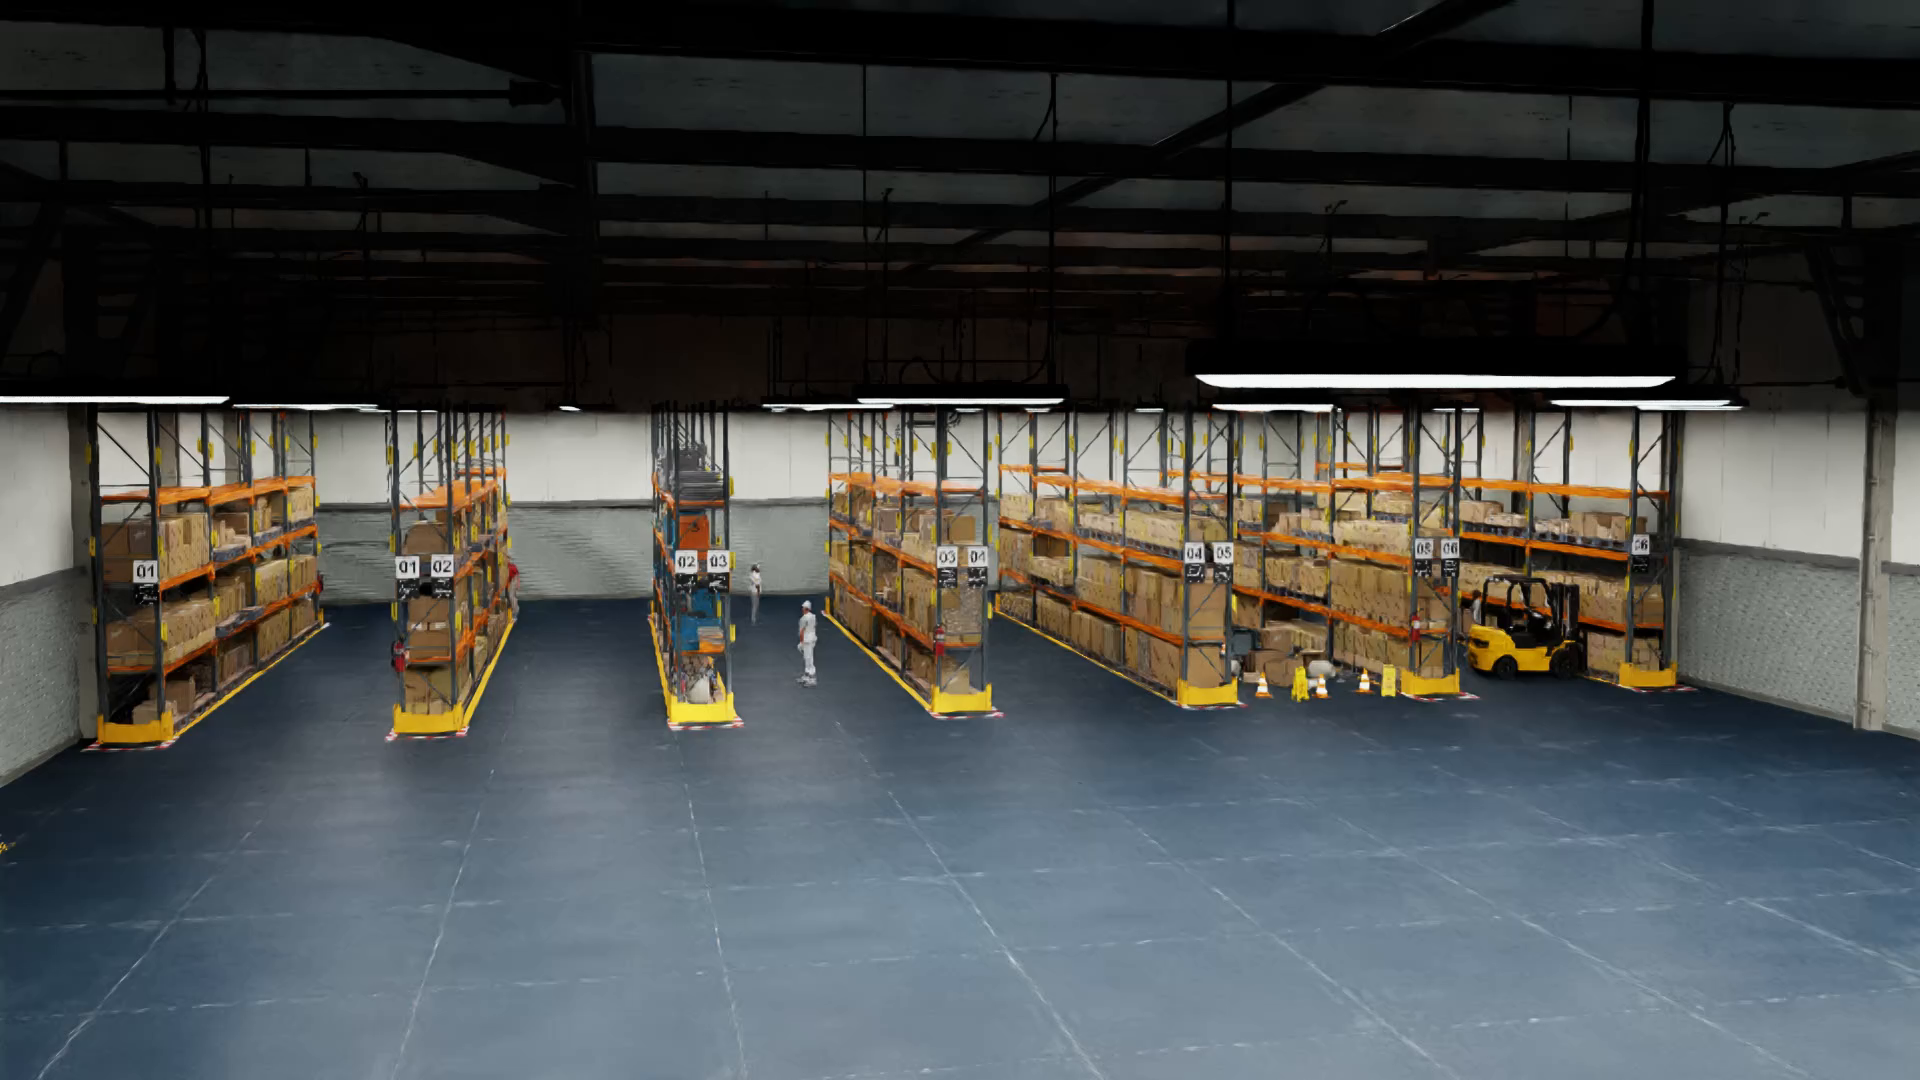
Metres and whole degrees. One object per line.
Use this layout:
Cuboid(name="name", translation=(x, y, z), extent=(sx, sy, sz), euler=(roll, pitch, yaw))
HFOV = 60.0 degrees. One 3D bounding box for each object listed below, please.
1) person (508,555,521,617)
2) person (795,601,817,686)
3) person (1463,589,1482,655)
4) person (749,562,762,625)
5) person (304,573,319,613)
Cuboid(name="person", translation=(-12.816, 1.300, 47.497), extent=(0.638, 1.758, 0.535), euler=(4, 6, 40))
Cuboid(name="person", translation=(-3.256, 2.168, 35.153), extent=(0.569, 1.786, 0.653), euler=(1, 5, 18))
Cuboid(name="person", translation=(12.192, 1.950, 39.330), extent=(0.536, 1.590, 0.535), euler=(1, 4, 14))
Cuboid(name="person", translation=(-5.583, 1.451, 45.352), extent=(0.372, 1.685, 0.606), euler=(-2, 5, -23))
Cuboid(name="person", translation=(-18.123, 1.416, 46.198), extent=(0.500, 1.663, 0.669), euler=(3, 5, 37))
